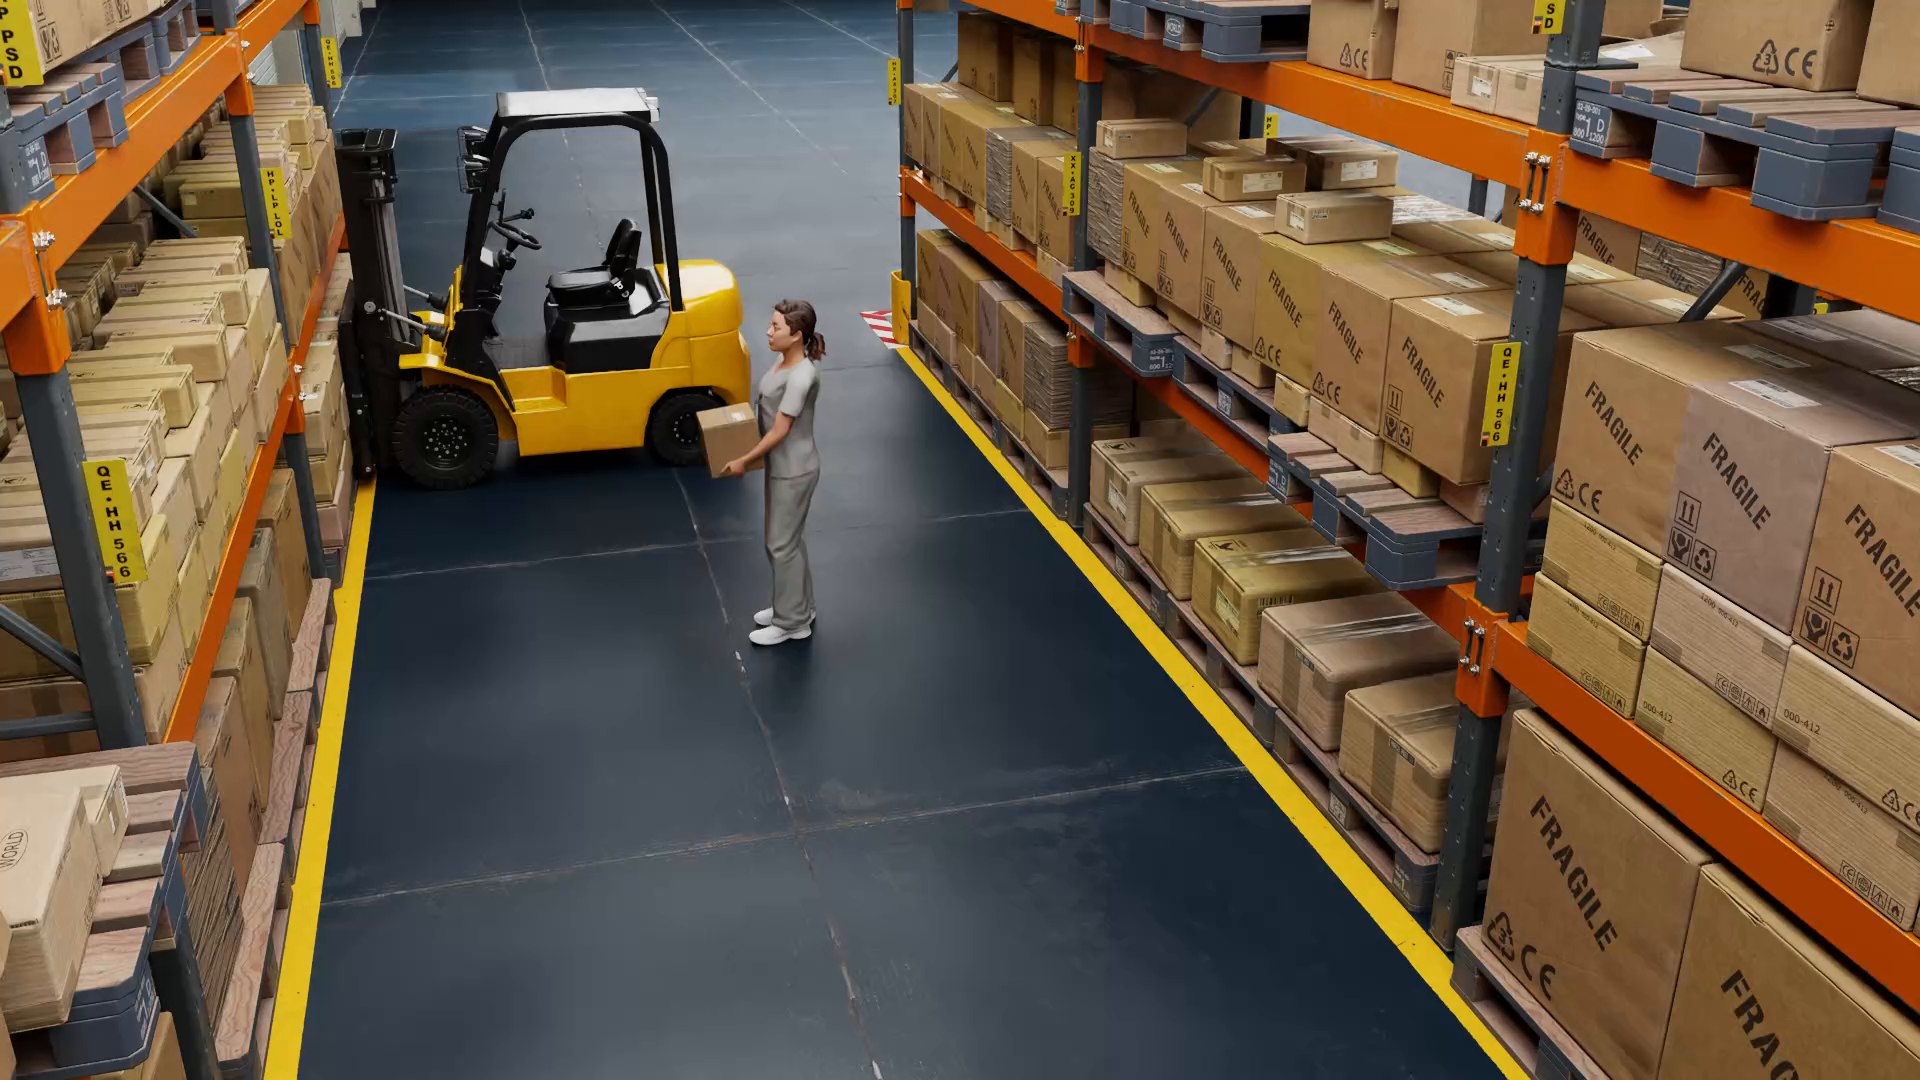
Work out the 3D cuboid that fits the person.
[{"bbox_3d":[-0.882,-0.307,7.858,0.531,1.647,0.437,-6,24,-14],"label":"person"}]
